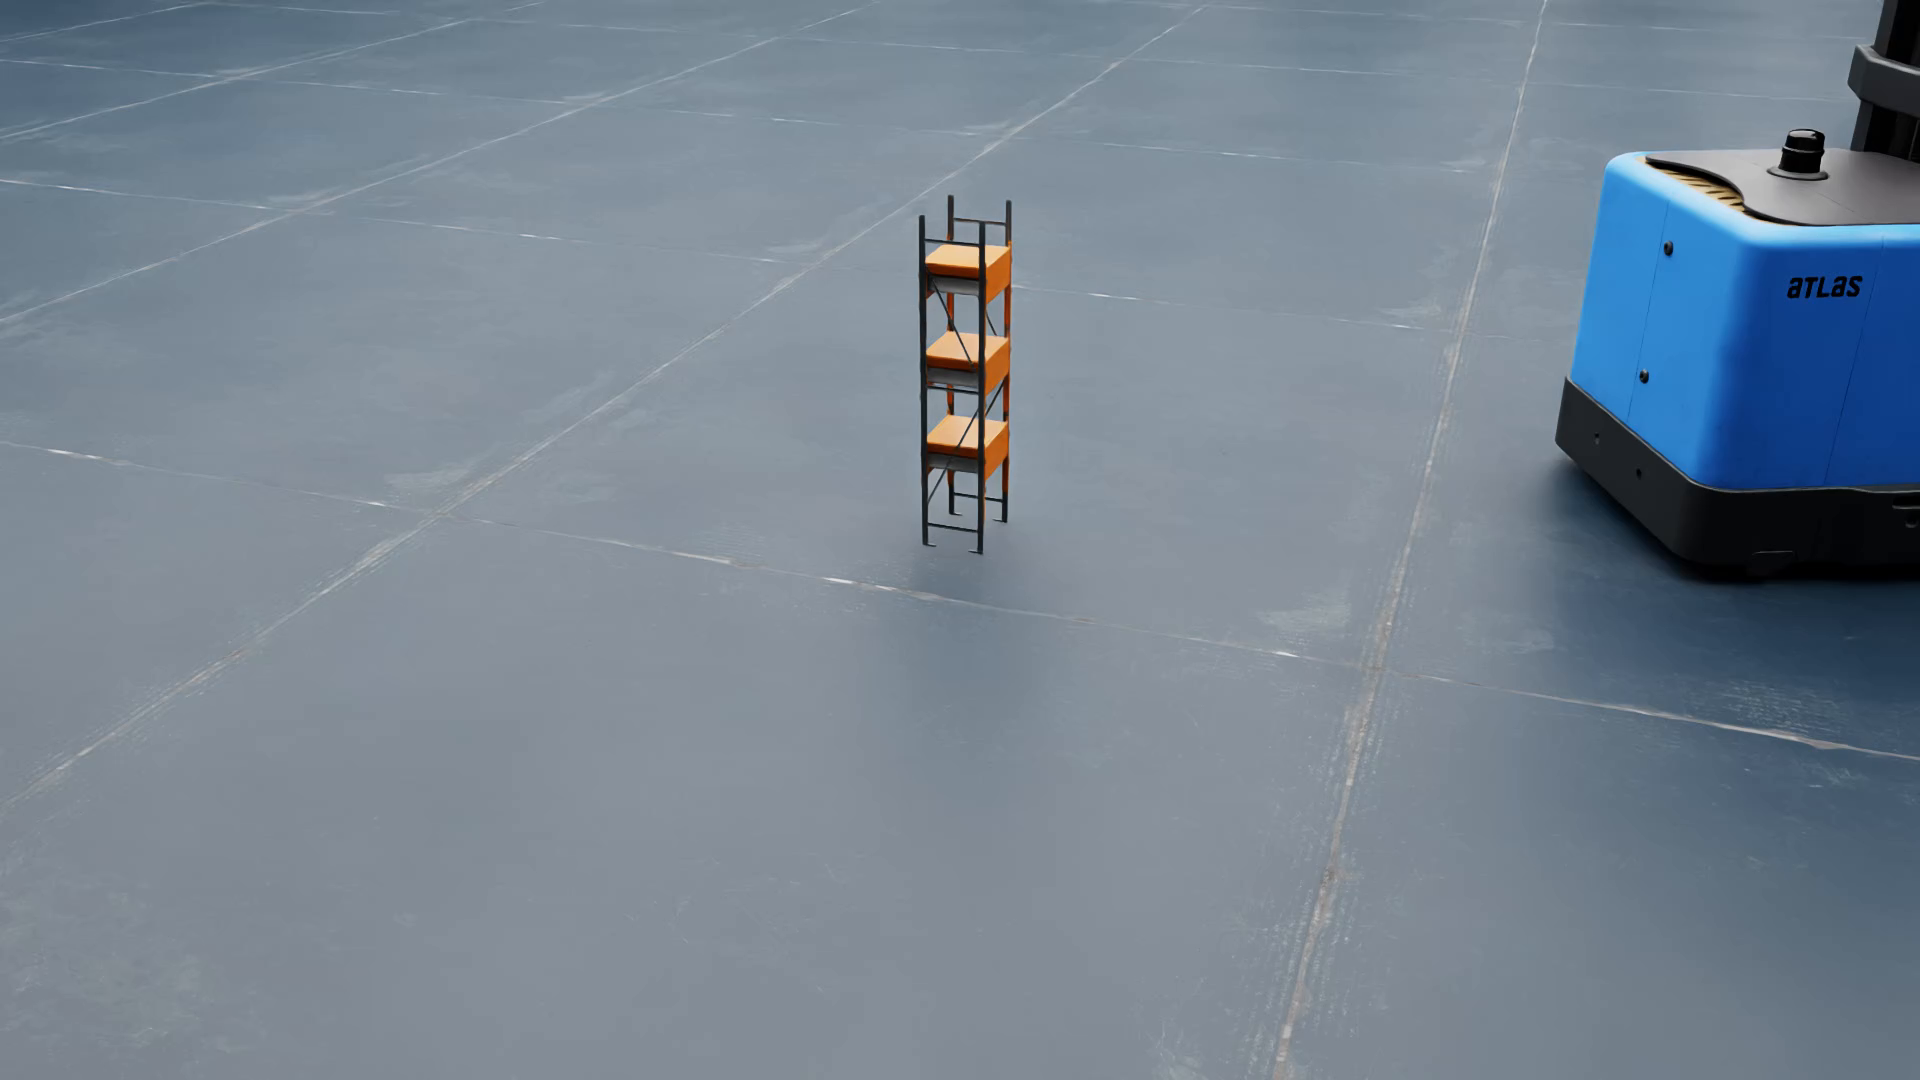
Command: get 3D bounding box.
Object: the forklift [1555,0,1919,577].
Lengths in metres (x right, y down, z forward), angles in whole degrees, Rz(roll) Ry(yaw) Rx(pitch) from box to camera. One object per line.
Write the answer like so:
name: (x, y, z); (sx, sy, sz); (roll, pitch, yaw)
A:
forklift: (3.616, -1.460, 4.903); (3.031, 2.935, 1.130); (-2, 26, -5)

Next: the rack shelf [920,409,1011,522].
rack shelf: (0.018, -0.235, 5.192); (0.215, 0.259, 0.240); (9, 27, 17)

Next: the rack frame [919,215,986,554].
rack frame: (-0.023, -0.444, 4.963); (0.200, 1.050, 0.008); (9, 27, 17)

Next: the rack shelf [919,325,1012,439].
rack shelf: (0.018, -0.485, 5.071); (0.215, 0.259, 0.240); (9, 27, 17)

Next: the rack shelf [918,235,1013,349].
rack shelf: (0.018, -0.740, 4.948); (0.215, 0.259, 0.240); (9, 27, 17)

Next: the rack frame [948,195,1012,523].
rack frame: (0.058, -0.545, 5.170); (0.200, 1.050, 0.008); (9, 27, 17)

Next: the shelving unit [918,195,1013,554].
shelving unit: (0.018, -0.495, 5.067); (0.215, 1.050, 0.252); (9, 27, 17)
